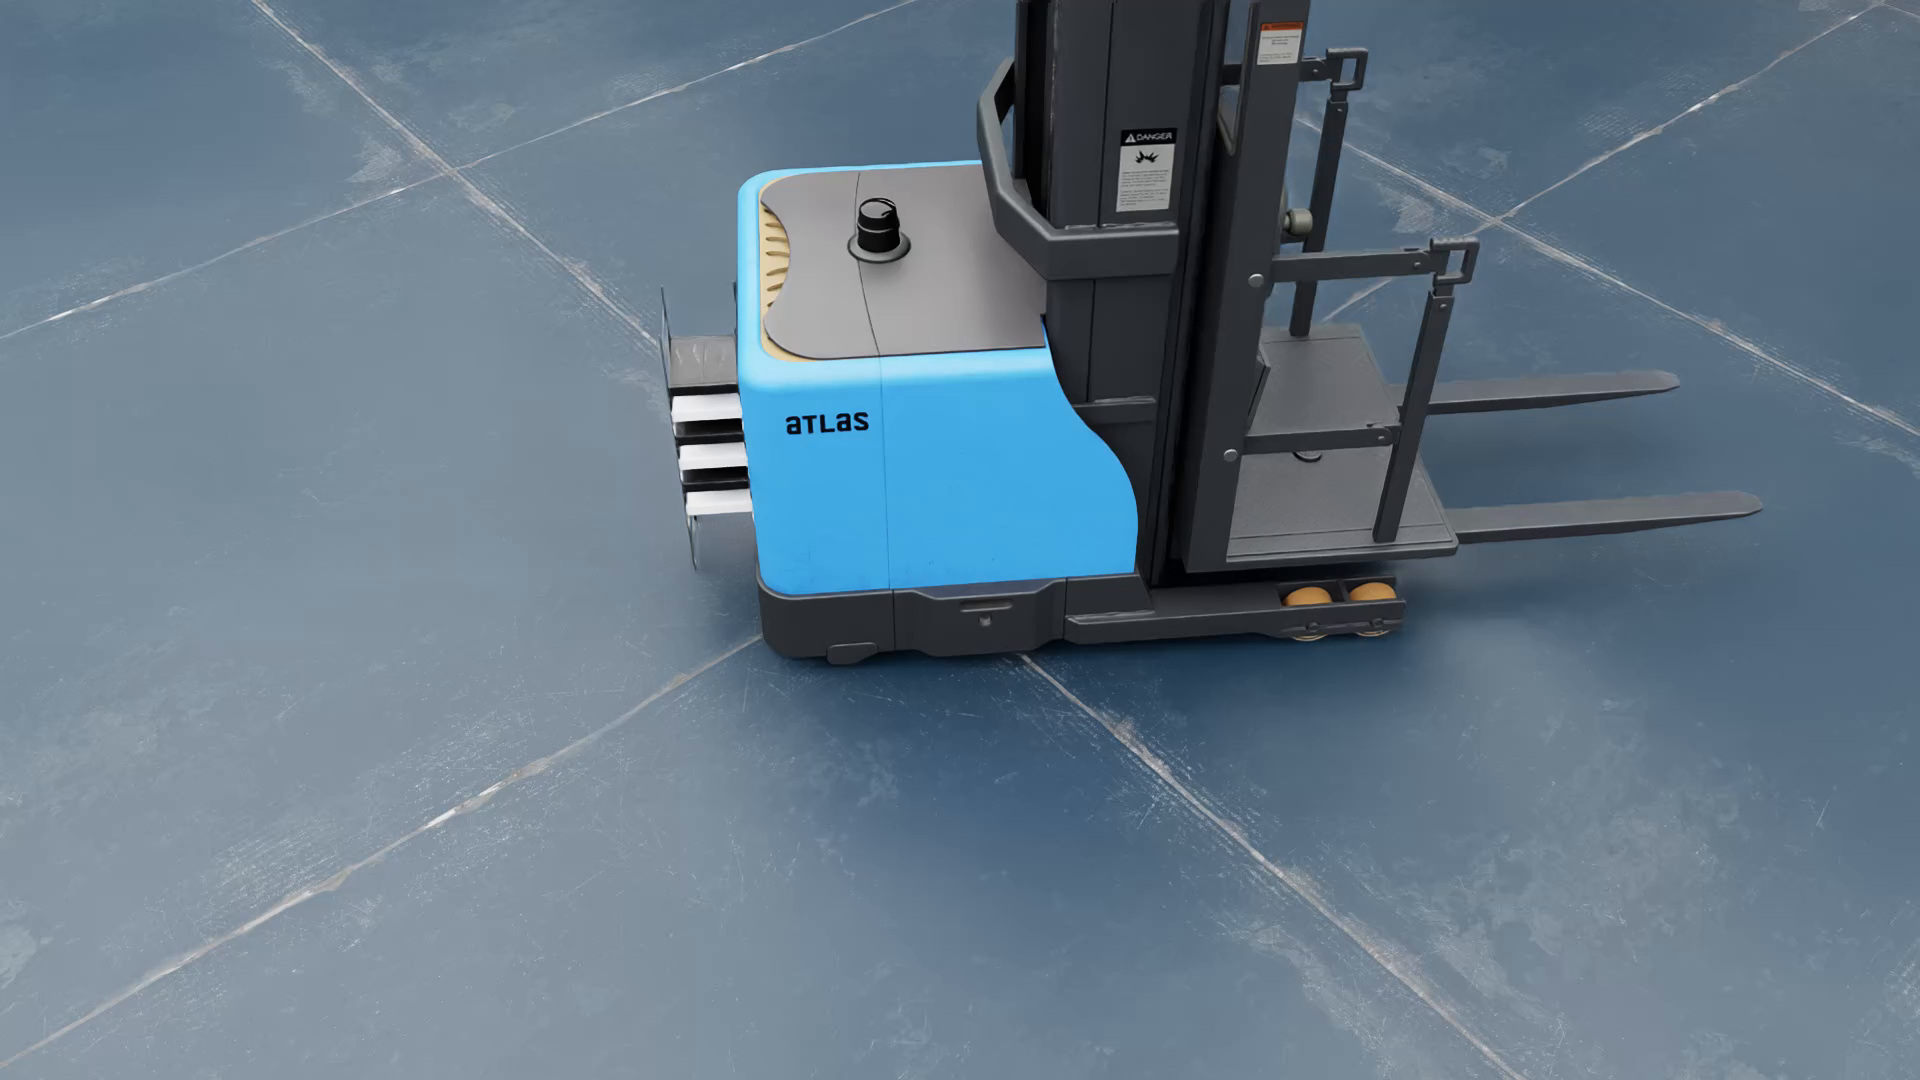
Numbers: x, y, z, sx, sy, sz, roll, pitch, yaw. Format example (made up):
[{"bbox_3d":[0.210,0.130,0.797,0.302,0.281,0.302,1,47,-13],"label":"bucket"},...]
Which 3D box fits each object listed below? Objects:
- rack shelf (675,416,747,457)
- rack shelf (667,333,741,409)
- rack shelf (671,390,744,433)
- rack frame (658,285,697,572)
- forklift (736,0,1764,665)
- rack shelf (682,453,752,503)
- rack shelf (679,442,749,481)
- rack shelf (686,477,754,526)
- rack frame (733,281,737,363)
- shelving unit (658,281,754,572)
[{"bbox_3d":[-0.730,-0.359,4.892,0.200,0.077,0.258,-4,43,-4],"label":"rack shelf"},{"bbox_3d":[-0.730,-0.490,4.768,0.200,0.077,0.258,-4,43,-4],"label":"rack shelf"},{"bbox_3d":[-0.730,-0.424,4.830,0.200,0.077,0.258,-4,43,-4],"label":"rack shelf"},{"bbox_3d":[-0.832,-0.310,4.923,0.006,0.900,0.240,-4,43,-4],"label":"rack frame"},{"bbox_3d":[0.893,-1.128,4.310,3.031,2.935,1.130,-4,43,-4],"label":"forklift"},{"bbox_3d":[-0.730,-0.227,5.015,0.200,0.077,0.258,-4,43,-4],"label":"rack shelf"},{"bbox_3d":[-0.730,-0.293,4.953,0.200,0.077,0.258,-4,43,-4],"label":"rack shelf"},{"bbox_3d":[-0.730,-0.162,5.076,0.200,0.077,0.258,-4,43,-4],"label":"rack shelf"},{"bbox_3d":[-0.629,-0.324,4.938,0.006,0.900,0.240,-4,43,-4],"label":"rack frame"},{"bbox_3d":[-0.730,-0.317,4.930,0.210,0.900,0.258,-4,43,-4],"label":"shelving unit"}]
